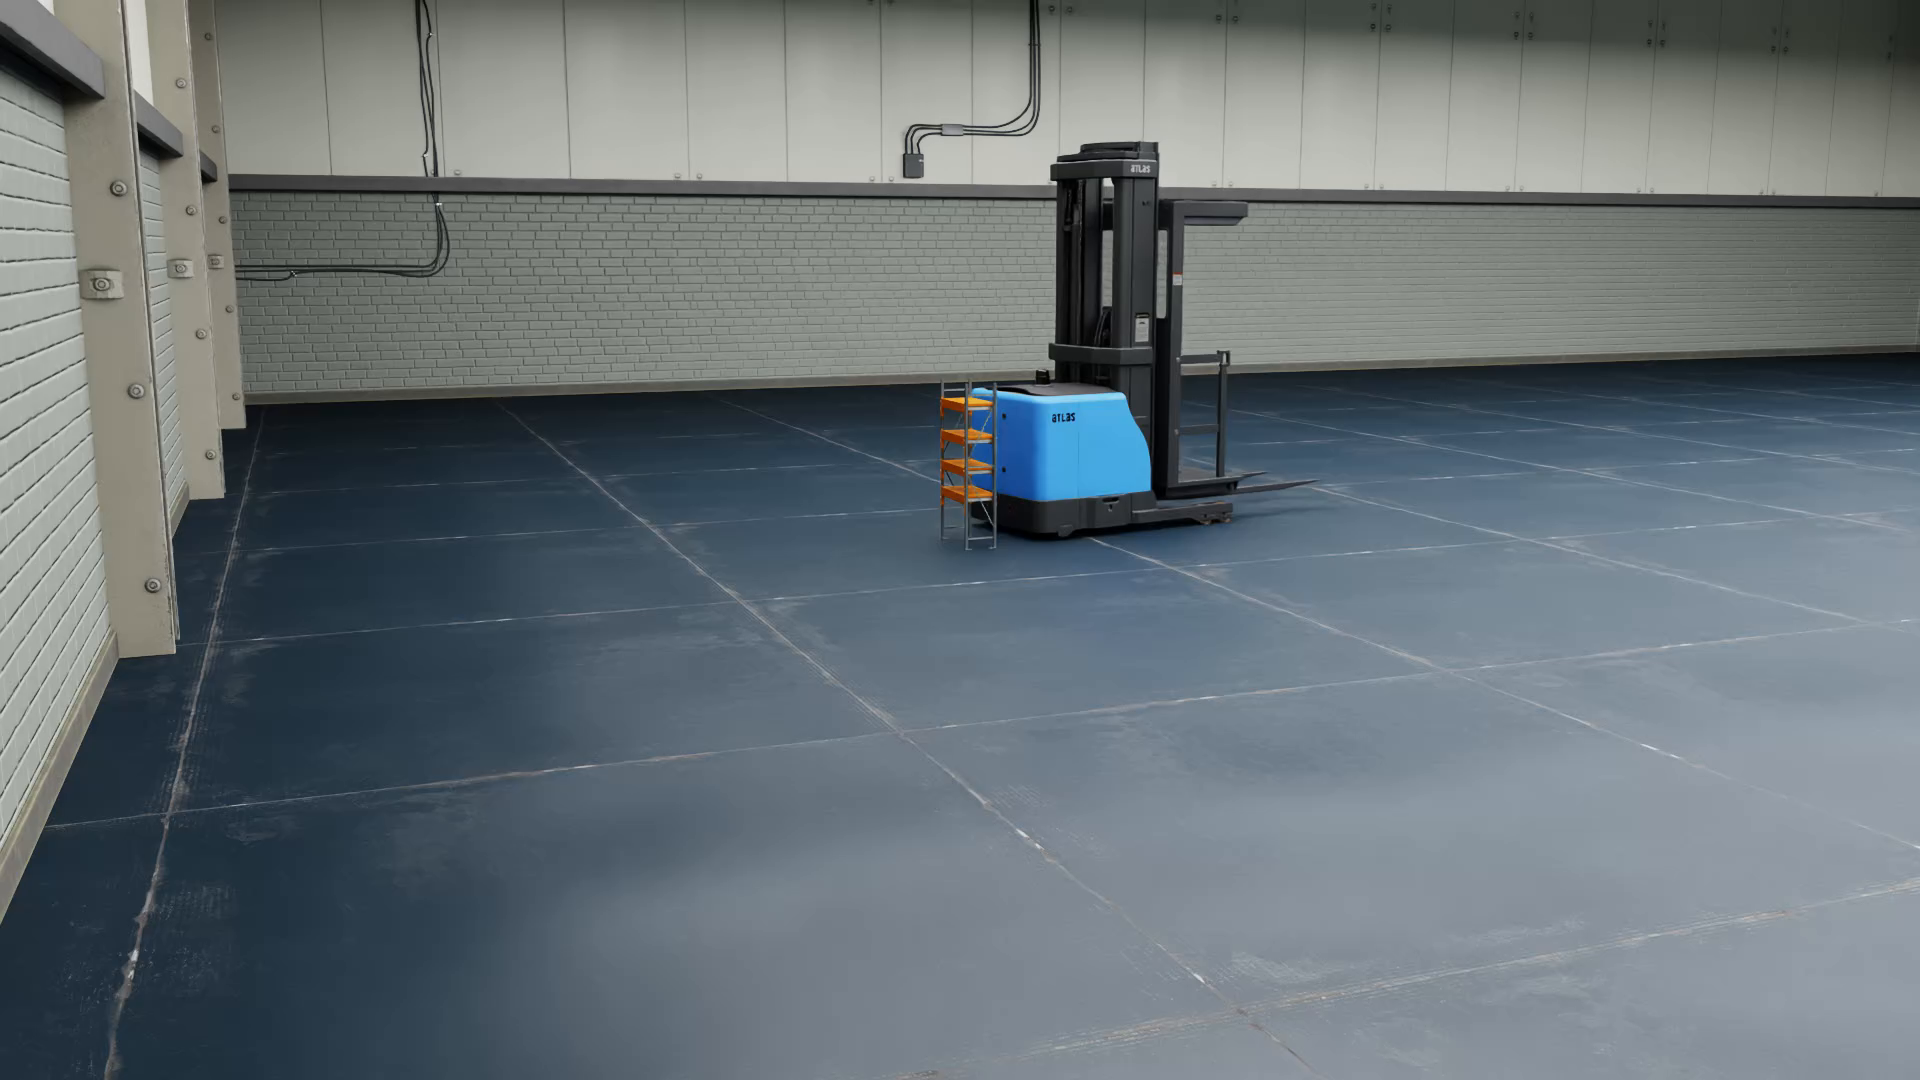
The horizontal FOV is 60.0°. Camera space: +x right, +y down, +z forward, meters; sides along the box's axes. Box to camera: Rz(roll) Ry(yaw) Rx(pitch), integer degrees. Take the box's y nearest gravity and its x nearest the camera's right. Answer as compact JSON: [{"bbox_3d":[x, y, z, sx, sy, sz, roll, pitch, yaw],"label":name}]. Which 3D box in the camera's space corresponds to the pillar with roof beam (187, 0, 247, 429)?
[{"bbox_3d":[-4.788,-6.072,20.860,9.100,9.000,0.400,-4,11,-21],"label":"pillar with roof beam"}]

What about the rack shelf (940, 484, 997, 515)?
[{"bbox_3d":[0.060,-0.302,12.210,0.258,0.148,0.480,-4,11,-21],"label":"rack shelf"}]

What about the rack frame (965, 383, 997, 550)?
[{"bbox_3d":[0.148,-0.524,11.939,0.240,1.200,0.015,-4,11,-21],"label":"rack frame"}]

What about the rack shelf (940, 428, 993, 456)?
[{"bbox_3d":[0.060,-0.718,12.136,0.258,0.148,0.480,-4,11,-21],"label":"rack shelf"}]

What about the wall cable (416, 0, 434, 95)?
[{"bbox_3d":[-6.114,-7.493,23.294,3.097,2.526,0.112,-4,11,-21],"label":"wall cable"}]

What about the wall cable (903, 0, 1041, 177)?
[{"bbox_3d":[0.218,-8.638,25.574,2.305,6.003,0.169,-4,11,-21],"label":"wall cable"}]

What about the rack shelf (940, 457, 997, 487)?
[{"bbox_3d":[0.060,-0.497,12.175,0.258,0.148,0.480,-4,11,-21],"label":"rack shelf"}]

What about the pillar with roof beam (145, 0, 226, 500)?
[{"bbox_3d":[-2.614,-5.092,15.354,9.100,9.000,0.400,-4,11,-21],"label":"pillar with roof beam"}]

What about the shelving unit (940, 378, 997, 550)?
[{"bbox_3d":[0.060,-0.564,12.163,0.258,1.200,0.503,-4,11,-21],"label":"shelving unit"}]

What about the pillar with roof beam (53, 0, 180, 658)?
[{"bbox_3d":[-0.440,-4.113,9.848,9.100,9.000,0.400,-4,11,-21],"label":"pillar with roof beam"}]

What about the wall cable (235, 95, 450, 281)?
[{"bbox_3d":[-8.636,-4.835,22.771,3.097,2.526,0.112,-4,11,-21],"label":"wall cable"}]

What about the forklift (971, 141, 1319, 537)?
[{"bbox_3d":[1.571,-1.635,13.241,3.031,2.935,1.130,-6,12,-32],"label":"forklift"}]

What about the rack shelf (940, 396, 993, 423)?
[{"bbox_3d":[0.060,-0.951,12.094,0.258,0.148,0.480,-4,11,-21],"label":"rack shelf"}]

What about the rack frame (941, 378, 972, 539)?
[{"bbox_3d":[-0.028,-0.604,12.387,0.240,1.200,0.015,-4,11,-21],"label":"rack frame"}]
